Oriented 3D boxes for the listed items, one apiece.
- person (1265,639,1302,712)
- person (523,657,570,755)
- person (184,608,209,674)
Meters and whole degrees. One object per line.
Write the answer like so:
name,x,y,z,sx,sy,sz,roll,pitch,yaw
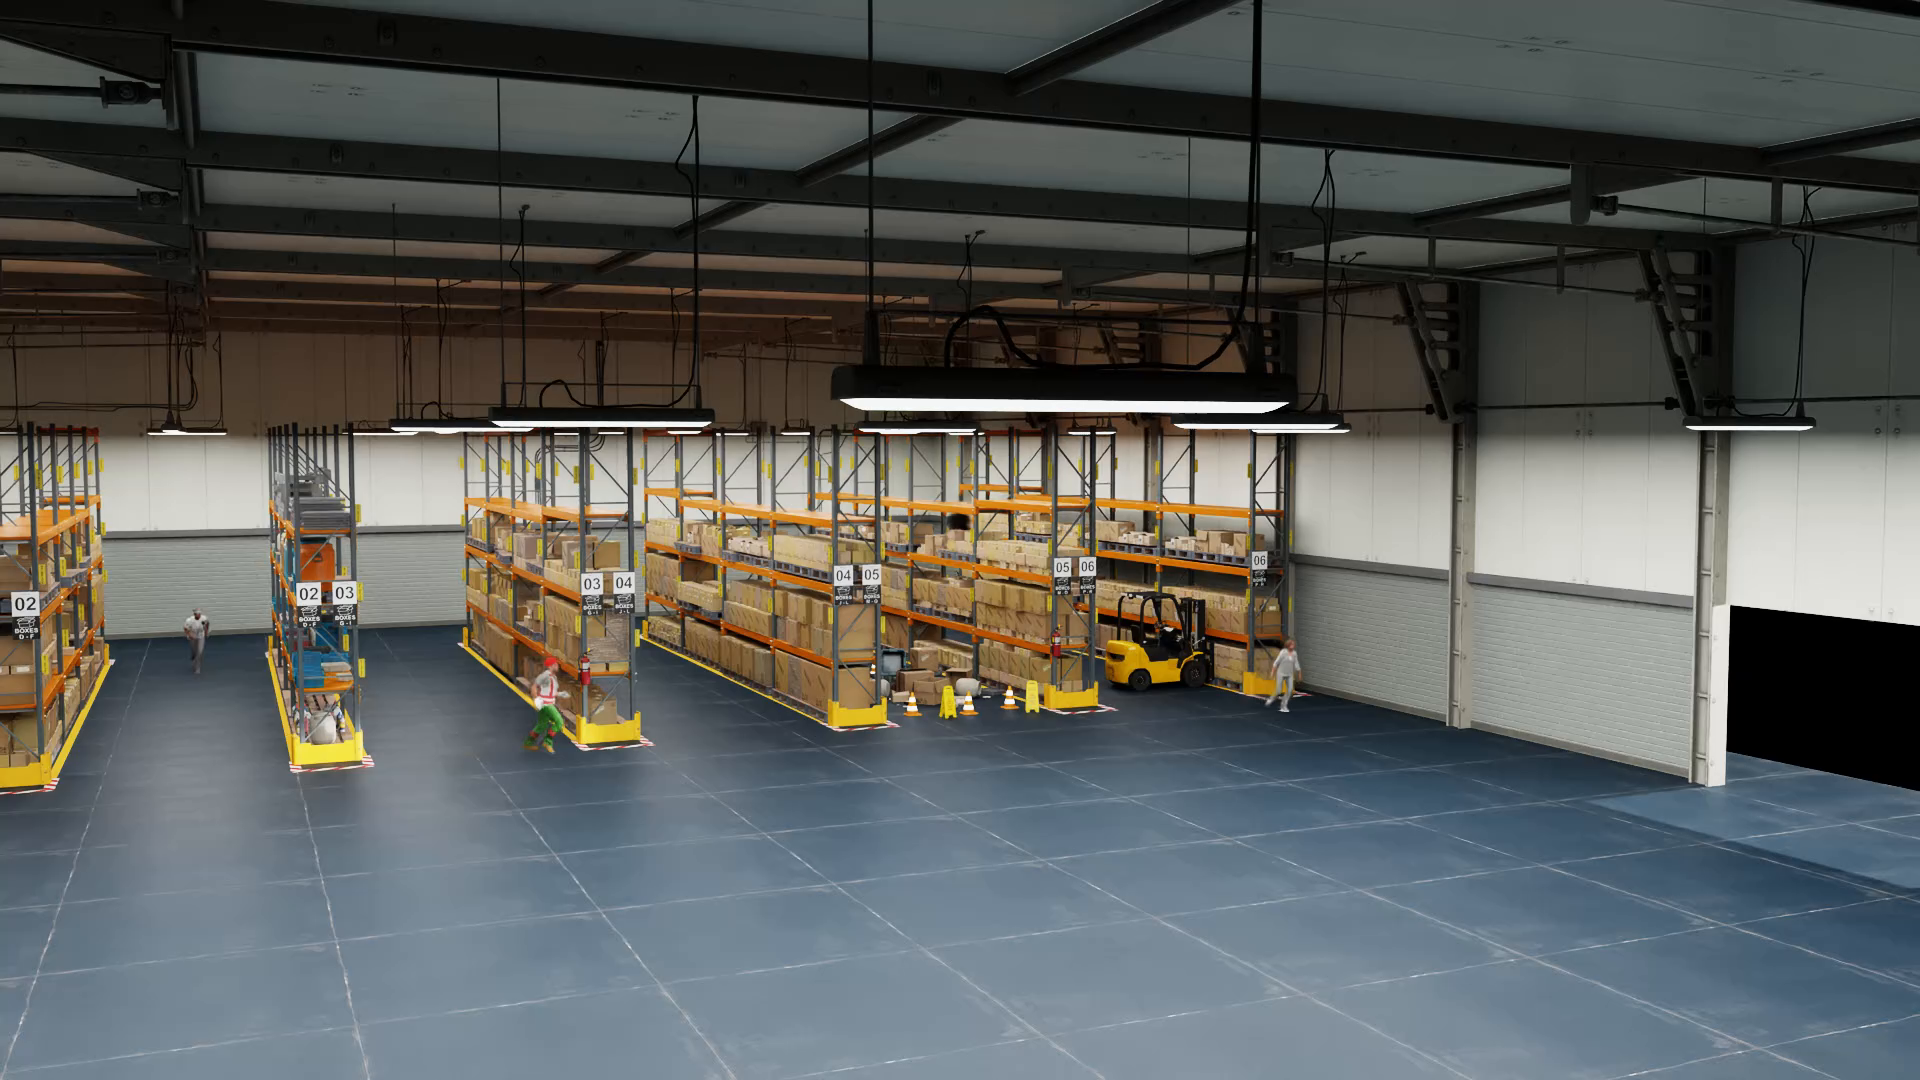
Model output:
person,6.779,2.822,34.846,0.589,1.542,0.621,-1,4,-19
person,-7.520,3.012,30.189,0.860,1.773,0.581,0,3,-2
person,-18.773,2.451,40.851,0.597,1.633,0.961,-3,4,-37
